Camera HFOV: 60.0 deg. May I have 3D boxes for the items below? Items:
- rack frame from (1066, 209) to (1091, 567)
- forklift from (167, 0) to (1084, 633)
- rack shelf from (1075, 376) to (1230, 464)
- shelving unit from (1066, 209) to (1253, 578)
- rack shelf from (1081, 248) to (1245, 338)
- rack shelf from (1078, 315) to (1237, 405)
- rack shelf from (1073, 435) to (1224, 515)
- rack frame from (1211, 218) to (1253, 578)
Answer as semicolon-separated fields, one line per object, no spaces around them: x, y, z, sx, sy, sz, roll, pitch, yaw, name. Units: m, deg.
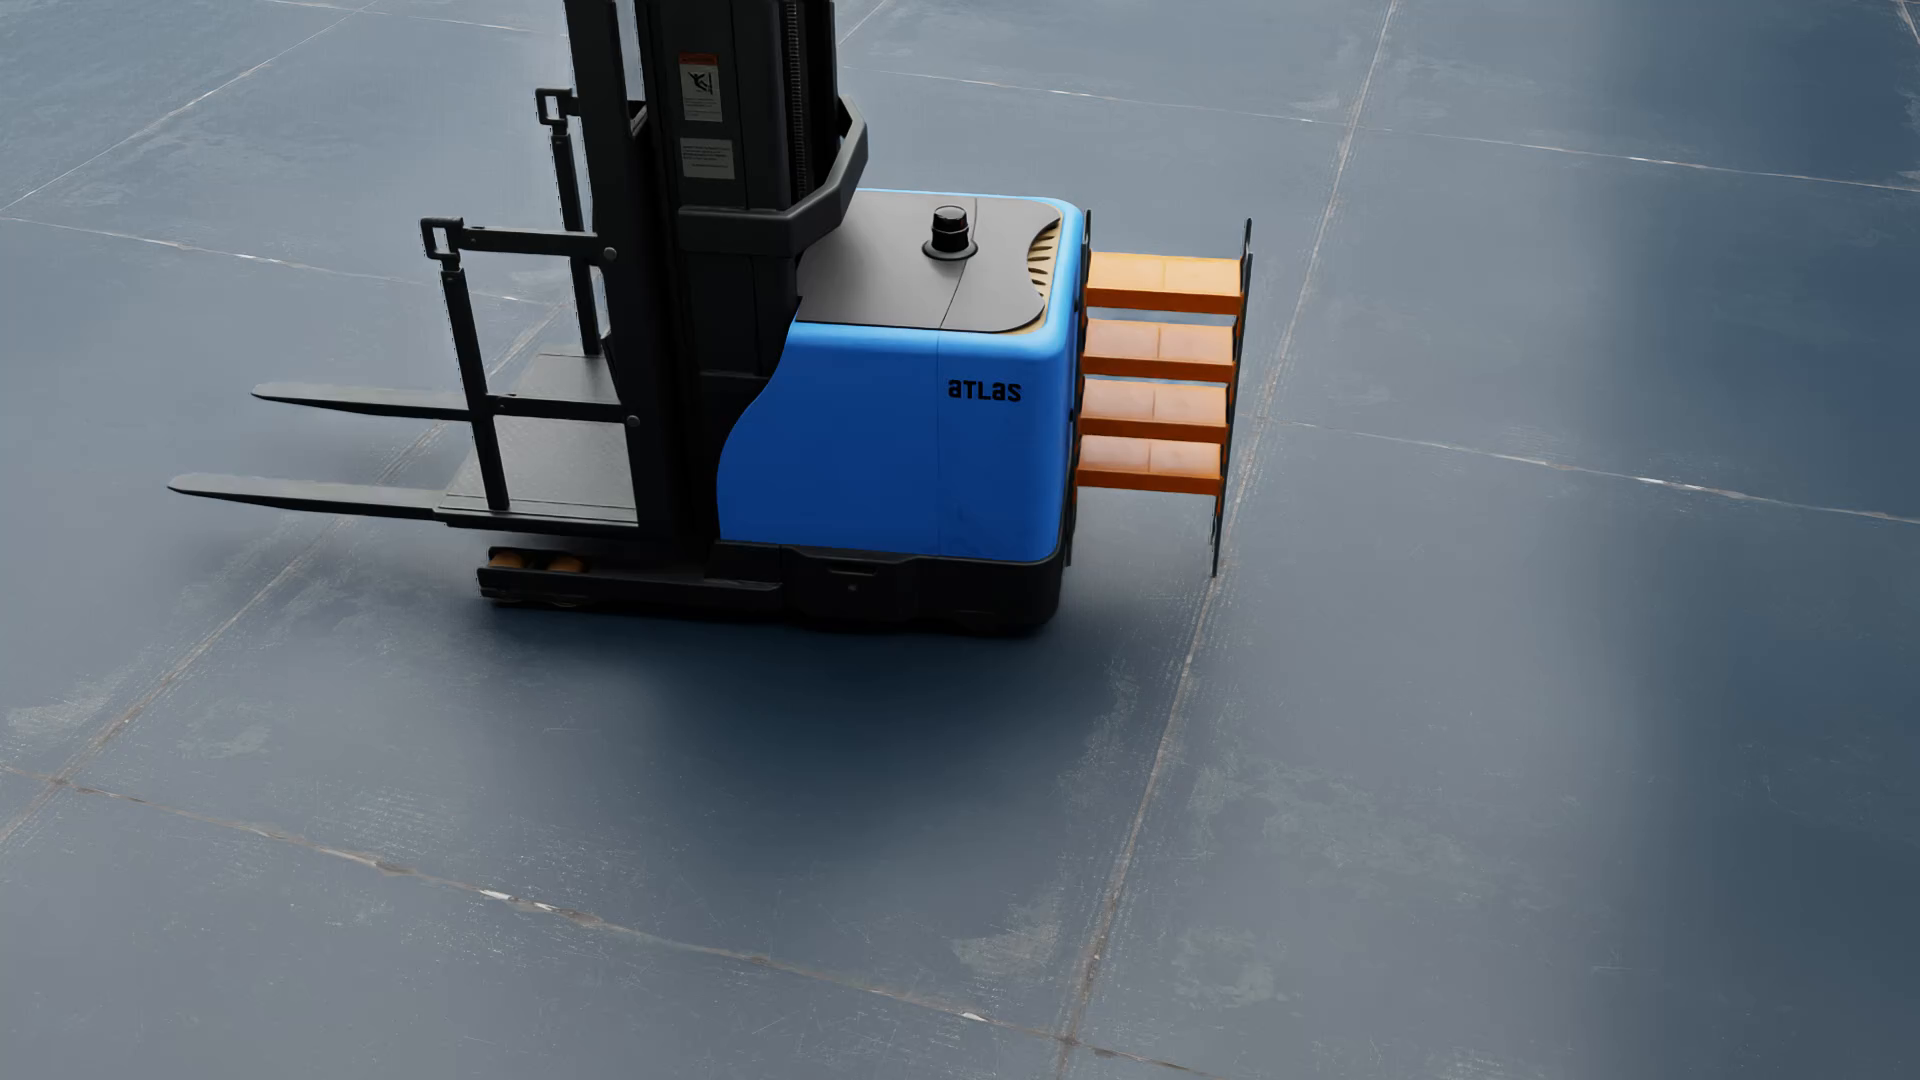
0.381;-0.463;5.366;0.015;1.200;0.240;4;37;6;rack frame
-1.138;-1.265;4.996;3.031;2.935;1.130;4;37;6;forklift
0.623;-0.391;5.382;0.480;0.148;0.258;4;37;6;rack shelf
0.623;-0.445;5.342;0.503;1.200;0.258;4;37;6;shelving unit
0.623;-0.761;5.109;0.480;0.148;0.258;4;37;6;rack shelf
0.623;-0.571;5.249;0.480;0.148;0.258;4;37;6;rack shelf
0.623;-0.231;5.500;0.480;0.148;0.258;4;37;6;rack shelf
0.866;-0.427;5.318;0.015;1.200;0.240;4;37;6;rack frame
